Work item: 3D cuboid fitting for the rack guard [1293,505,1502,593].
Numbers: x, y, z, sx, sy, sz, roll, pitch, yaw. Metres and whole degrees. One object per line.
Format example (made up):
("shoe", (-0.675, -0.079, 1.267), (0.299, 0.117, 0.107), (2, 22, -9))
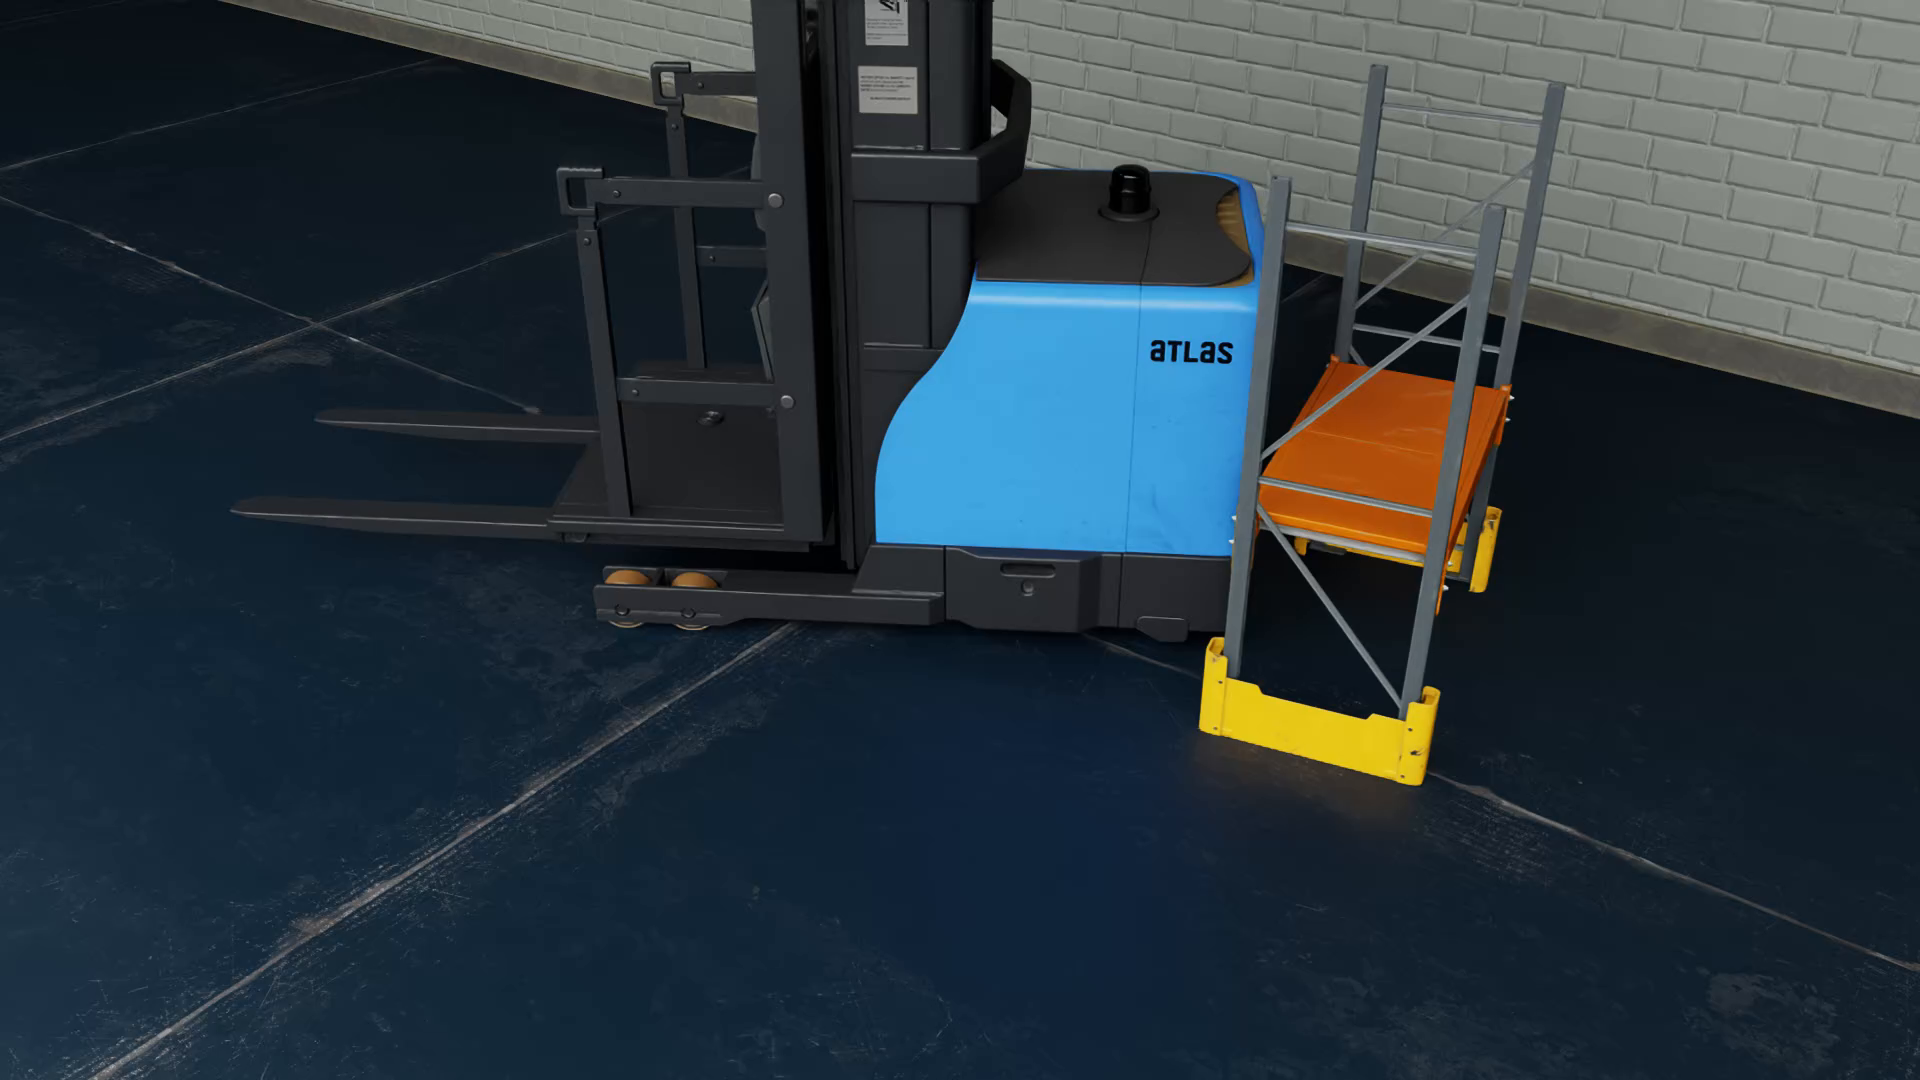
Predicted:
("rack guard", (1.319, -0.027, 5.049), (0.587, 0.250, 0.087), (13, 33, 21))

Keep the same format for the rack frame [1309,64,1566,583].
("rack frame", (1.328, -0.573, 4.746), (0.500, 1.500, 0.032), (13, 33, 21))

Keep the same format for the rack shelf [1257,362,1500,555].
("rack shelf", (1.120, -0.240, 4.404), (0.459, 0.026, 0.952), (13, 33, 21))

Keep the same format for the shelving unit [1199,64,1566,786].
("shelving unit", (1.117, -0.333, 4.339), (0.587, 1.500, 1.083), (13, 33, 21))

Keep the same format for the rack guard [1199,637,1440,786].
("rack guard", (0.912, 0.437, 4.267), (0.587, 0.250, 0.087), (13, 33, 21))

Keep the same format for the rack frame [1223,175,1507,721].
("rack frame", (0.913, -0.100, 3.947), (0.500, 1.500, 0.032), (13, 33, 21))
